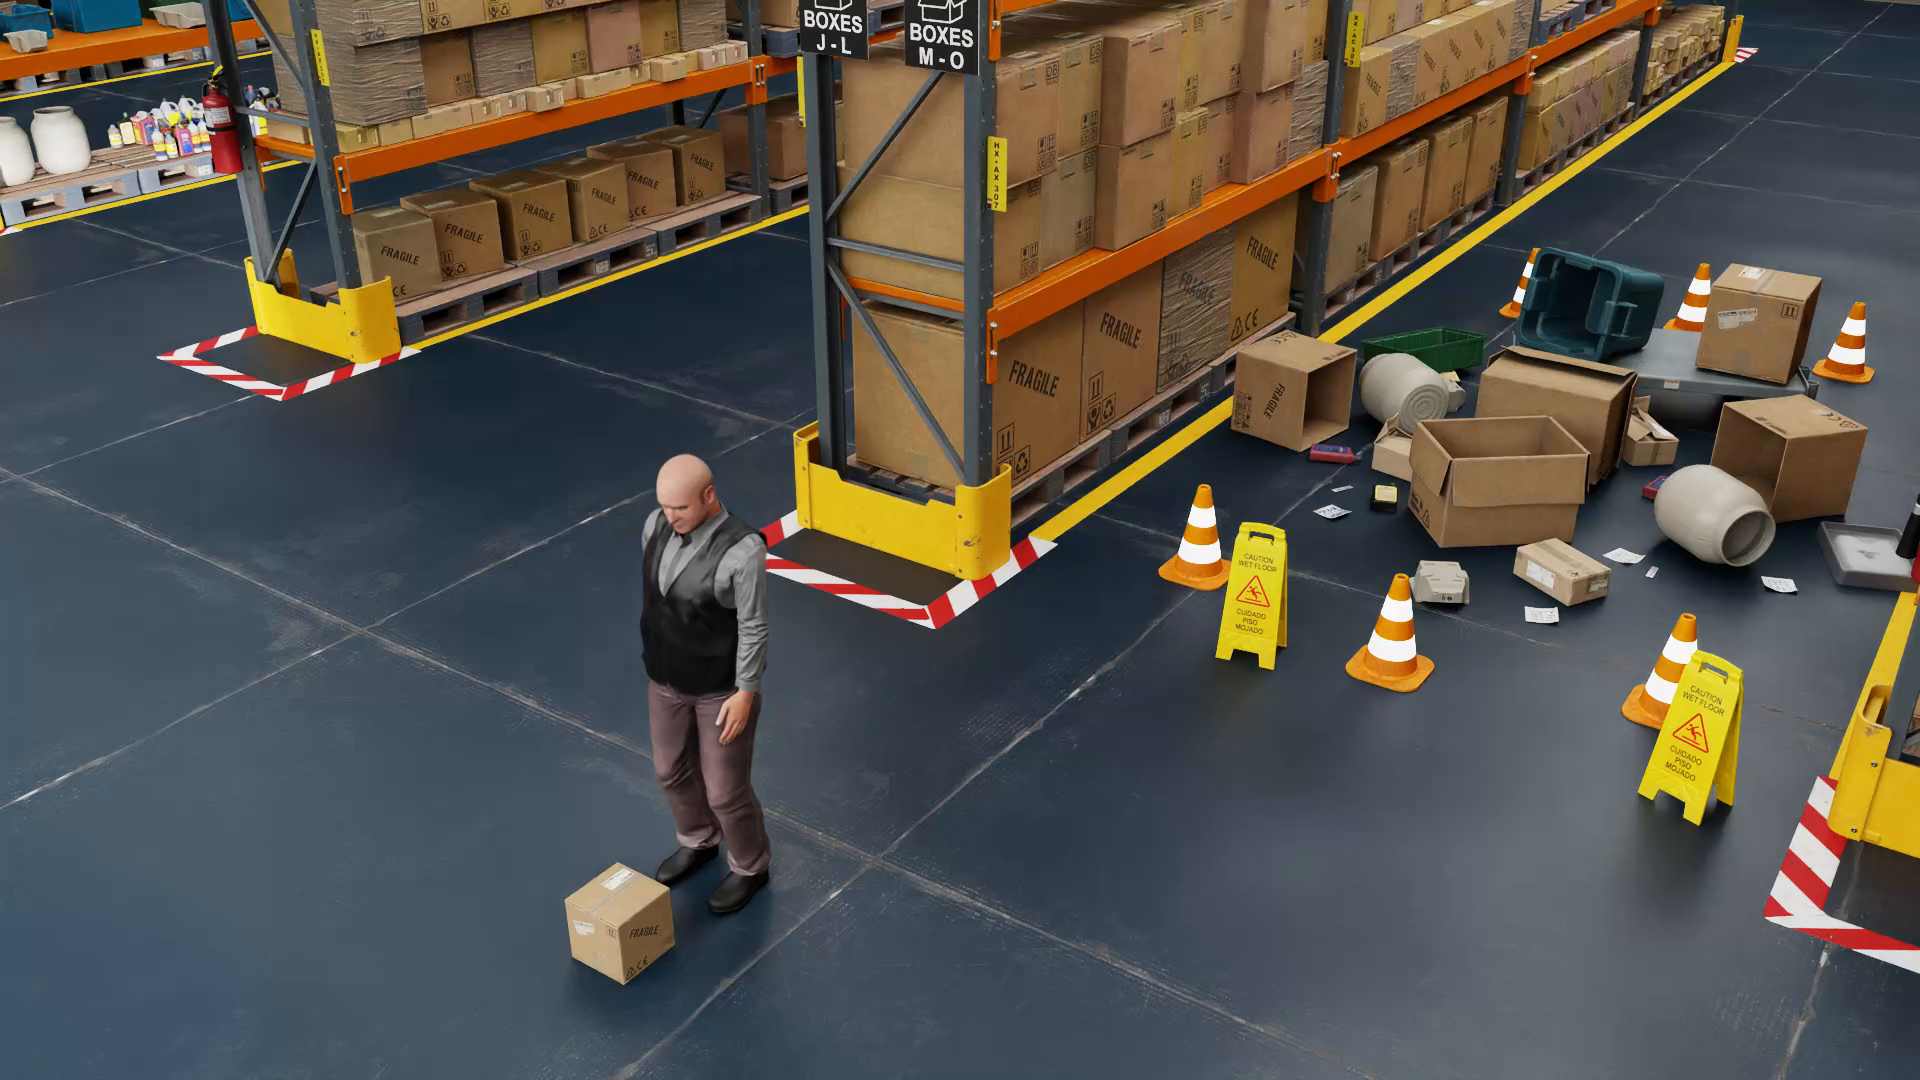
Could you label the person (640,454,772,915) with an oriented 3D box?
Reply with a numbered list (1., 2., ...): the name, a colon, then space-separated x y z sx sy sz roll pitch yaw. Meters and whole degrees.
1. person: -0.863 0.486 5.705 0.538 1.710 0.358 18 32 31
